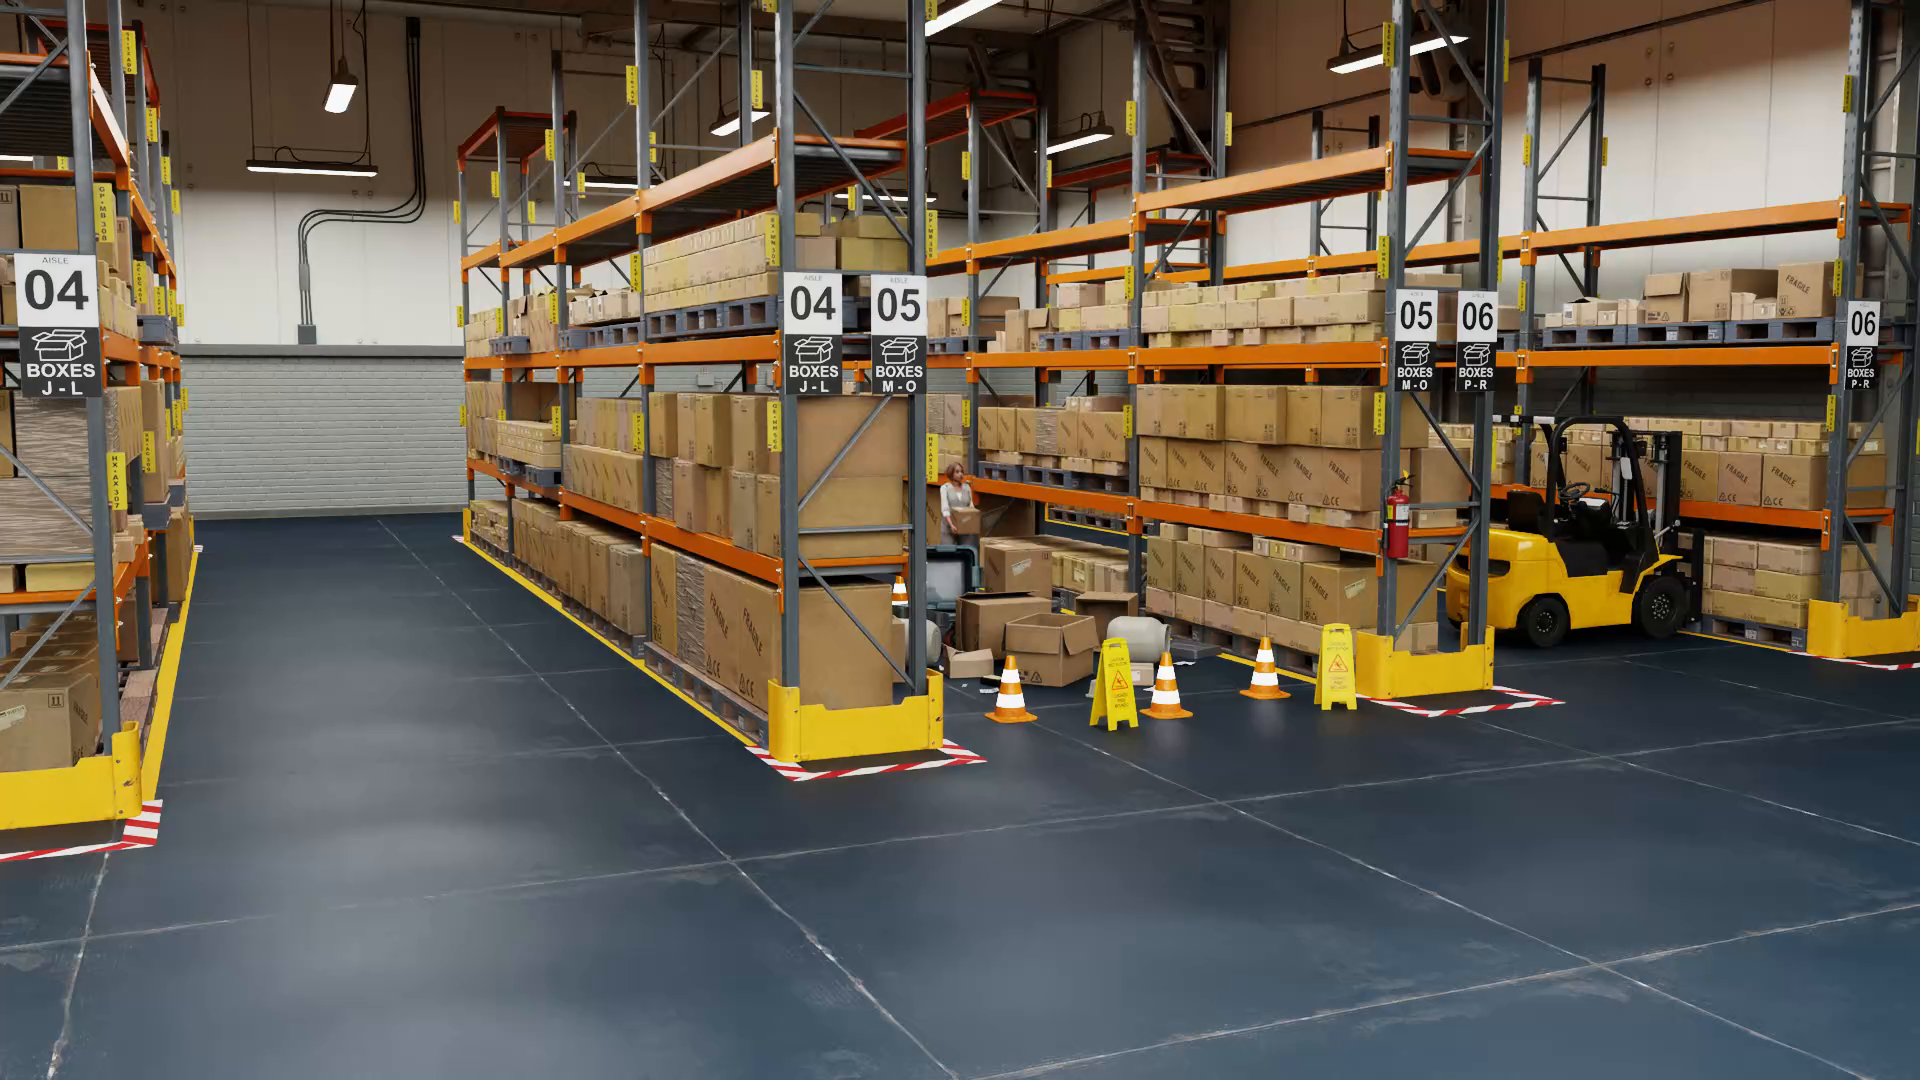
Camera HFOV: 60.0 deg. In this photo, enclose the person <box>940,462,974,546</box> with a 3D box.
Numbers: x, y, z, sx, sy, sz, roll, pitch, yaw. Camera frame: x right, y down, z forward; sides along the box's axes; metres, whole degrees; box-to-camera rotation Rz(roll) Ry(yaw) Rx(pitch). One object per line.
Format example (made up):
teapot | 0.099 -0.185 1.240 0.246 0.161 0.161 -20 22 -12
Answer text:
person | -0.009 -0.057 18.291 0.404 1.590 0.497 -2 6 -23
